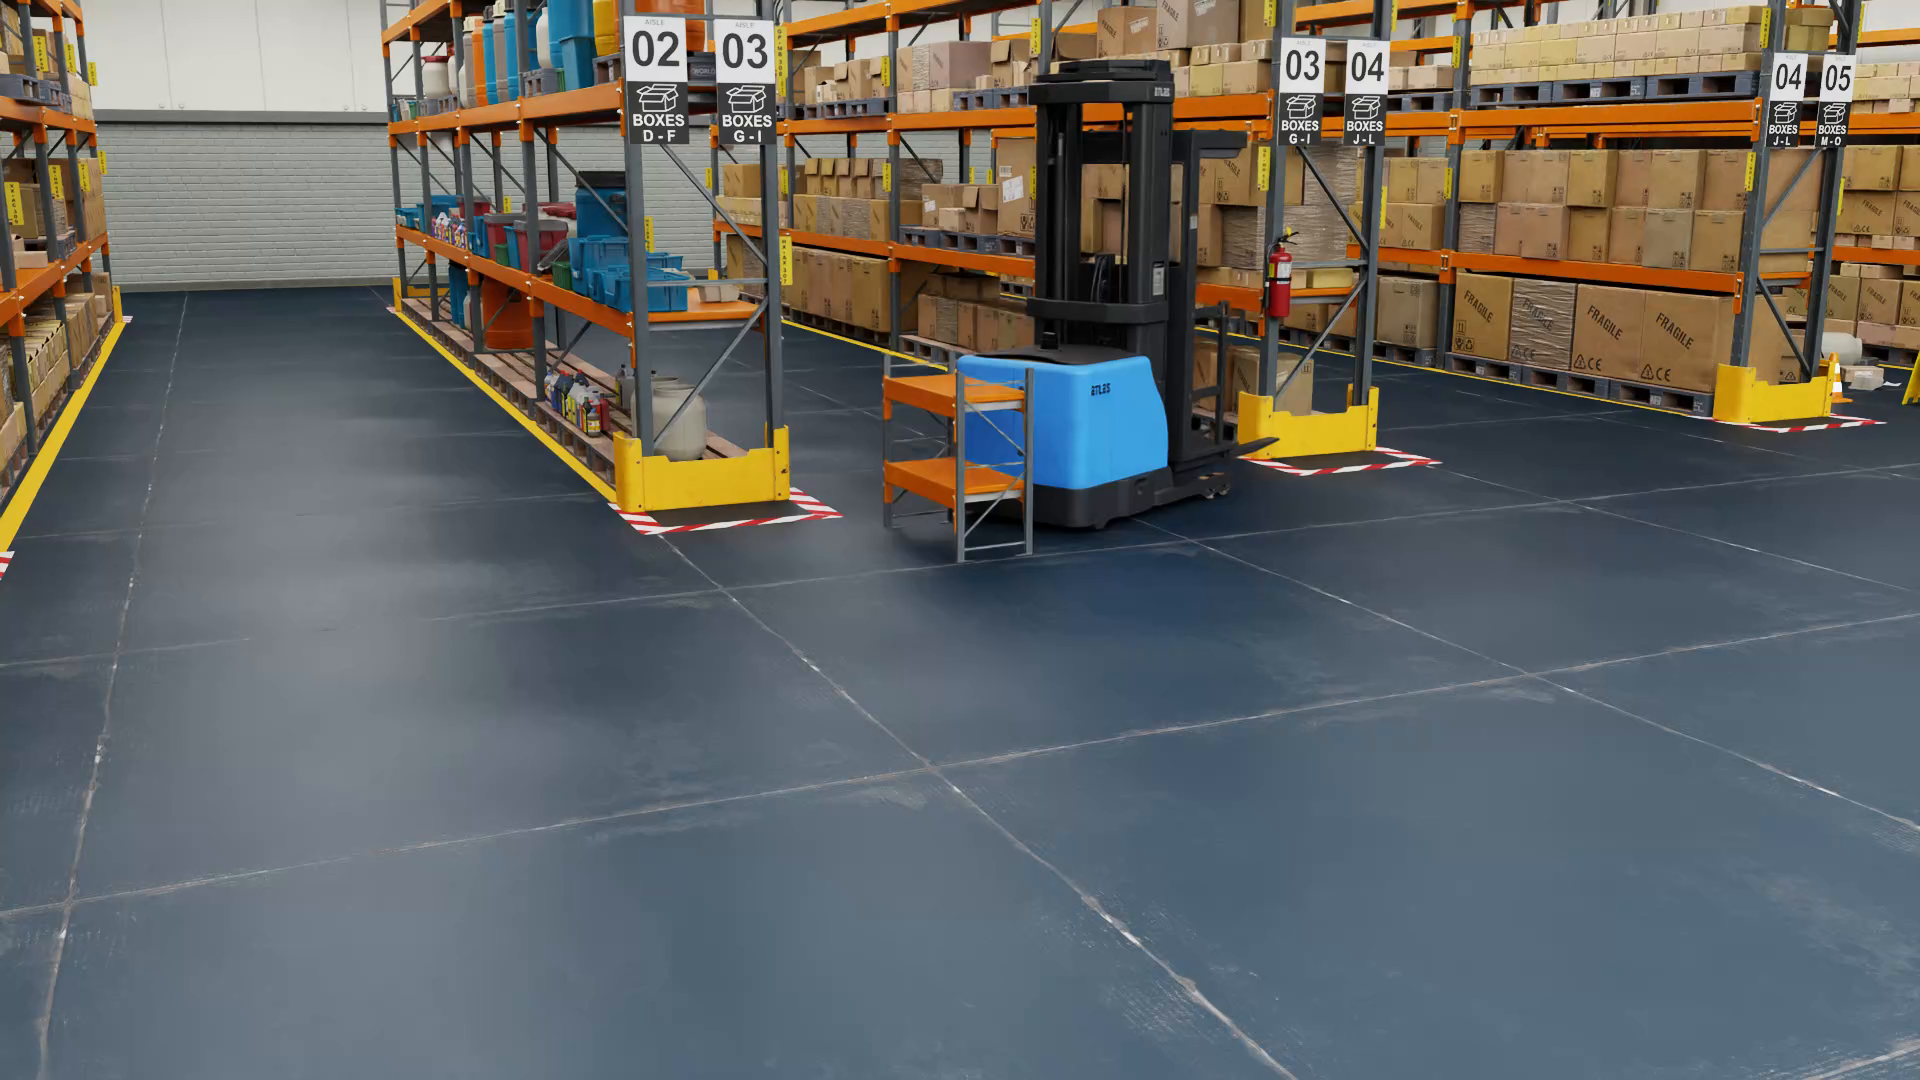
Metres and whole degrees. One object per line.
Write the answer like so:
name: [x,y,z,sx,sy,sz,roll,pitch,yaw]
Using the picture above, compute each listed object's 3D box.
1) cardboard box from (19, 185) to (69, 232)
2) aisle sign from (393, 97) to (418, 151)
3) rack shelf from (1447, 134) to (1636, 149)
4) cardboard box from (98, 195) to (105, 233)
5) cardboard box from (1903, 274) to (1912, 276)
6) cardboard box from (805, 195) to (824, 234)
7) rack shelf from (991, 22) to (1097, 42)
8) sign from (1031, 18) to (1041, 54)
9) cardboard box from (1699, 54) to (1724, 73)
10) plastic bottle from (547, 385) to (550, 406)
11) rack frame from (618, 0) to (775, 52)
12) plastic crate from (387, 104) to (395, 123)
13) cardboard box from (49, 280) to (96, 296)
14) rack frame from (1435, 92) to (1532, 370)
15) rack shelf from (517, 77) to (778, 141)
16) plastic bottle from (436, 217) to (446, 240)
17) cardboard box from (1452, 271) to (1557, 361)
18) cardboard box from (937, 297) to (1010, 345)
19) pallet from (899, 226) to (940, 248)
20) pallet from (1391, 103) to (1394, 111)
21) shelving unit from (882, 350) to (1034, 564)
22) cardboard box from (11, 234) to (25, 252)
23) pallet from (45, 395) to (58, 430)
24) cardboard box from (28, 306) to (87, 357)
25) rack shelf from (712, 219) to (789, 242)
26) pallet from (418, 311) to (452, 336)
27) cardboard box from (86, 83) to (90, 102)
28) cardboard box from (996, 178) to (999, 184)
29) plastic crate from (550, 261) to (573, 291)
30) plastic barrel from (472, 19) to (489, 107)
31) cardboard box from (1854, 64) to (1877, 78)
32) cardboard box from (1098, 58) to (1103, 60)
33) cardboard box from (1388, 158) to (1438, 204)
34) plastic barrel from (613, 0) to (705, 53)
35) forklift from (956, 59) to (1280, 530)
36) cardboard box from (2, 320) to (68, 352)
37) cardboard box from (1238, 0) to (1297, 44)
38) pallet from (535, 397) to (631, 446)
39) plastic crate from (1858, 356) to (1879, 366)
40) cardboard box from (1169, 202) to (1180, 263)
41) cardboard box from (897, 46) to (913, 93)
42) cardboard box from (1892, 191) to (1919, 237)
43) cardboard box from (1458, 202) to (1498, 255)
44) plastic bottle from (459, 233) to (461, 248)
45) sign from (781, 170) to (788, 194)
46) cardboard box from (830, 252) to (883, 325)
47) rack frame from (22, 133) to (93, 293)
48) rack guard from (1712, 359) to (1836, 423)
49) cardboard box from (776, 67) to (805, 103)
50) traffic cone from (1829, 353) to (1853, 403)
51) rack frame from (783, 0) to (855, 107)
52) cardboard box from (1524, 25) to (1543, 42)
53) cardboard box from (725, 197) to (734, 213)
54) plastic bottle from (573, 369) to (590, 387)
cardboard box: [-10.282,-3.644,18.309,0.700,0.500,0.500,-10,16,-37]
aisle sign: [-8.409,-6.278,25.077,0.394,0.787,0.004,-6,14,-23]
rack shelf: [10.858,-7.512,31.120,1.077,0.370,4.000,-6,14,-23]
cardboard box: [-12.009,-4.451,22.725,0.500,0.500,0.500,-5,14,-22]
cardboard box: [11.005,-2.914,19.811,0.500,0.500,0.500,-5,14,-22]
cardboard box: [-1.810,-4.472,22.816,0.500,0.500,0.500,-6,14,-23]
rack shelf: [1.816,-8.055,26.820,1.077,0.370,4.000,-6,14,-23]
sign: [0.730,-4.846,15.982,0.100,0.325,0.005,-6,14,-23]
cardboard box: [6.880,-4.275,14.938,0.380,0.149,0.250,-5,14,-22]
plastic bottle: [-3.535,-1.269,14.429,0.097,0.201,0.097,0,13,0]
rack frame: [-1.699,-4.640,10.462,1.000,3.000,0.127,-6,14,-23]
plastic crate: [-8.210,-6.316,24.645,0.497,0.269,0.590,-6,14,-23]
cardboard box: [-11.804,-3.136,21.828,0.797,0.503,0.637,-6,14,-23]
rack frame: [5.822,-3.419,18.488,1.000,3.000,0.127,-6,14,-23]
rack shelf: [-2.500,-3.242,12.667,1.077,0.370,4.000,-6,14,-23]
plastic bottle: [-6.523,-3.931,20.976,0.152,0.276,0.135,-6,14,-23]
cardboard box: [6.010,-2.452,18.091,0.875,0.875,0.875,-5,14,-22]
cardboard box: [0.155,-2.564,19.365,0.700,0.500,0.500,-7,15,-28]
pallet: [0.017,-3.587,19.640,1.213,0.211,1.003,-6,14,-23]
pallet: [4.977,-5.255,20.190,1.003,0.211,1.213,-5,14,-20]
shelving unit: [-0.027,-0.538,10.199,0.538,1.125,1.048,-7,15,-26]
cardboard box: [-9.338,-2.801,16.019,0.500,0.311,0.500,-5,14,-19]
pallet: [-8.665,-1.140,14.827,1.003,0.211,1.213,-6,14,-23]
cardboard box: [-9.776,-2.252,18.015,0.500,0.500,0.500,-6,14,-24]
rack shelf: [-2.769,-4.707,25.650,1.077,0.370,4.000,-6,14,-23]
pallet: [-6.836,-2.987,22.806,1.003,0.211,1.213,-6,14,-23]
cardboard box: [-12.209,-6.125,22.755,0.500,0.250,0.500,-6,14,-23]
cardboard box: [0.942,-5.974,28.646,0.500,0.500,0.500,-5,14,-20]
plastic crate: [-3.016,-2.135,13.411,0.450,0.188,0.662,-6,14,-23]
plastic barrel: [-4.512,-4.717,16.492,0.600,0.830,0.708,-6,14,-23]
cardboard box: [10.453,-5.356,18.997,0.380,0.149,0.250,-6,14,-23]
cardboard box: [1.481,-4.325,15.202,0.380,0.149,0.250,-5,14,-21]
cardboard box: [5.410,-4.162,19.263,0.700,0.500,0.500,-6,14,-24]
plastic barrel: [-2.010,-3.682,11.089,0.600,0.830,0.708,-6,14,-23]
forklift: [1.263,-1.768,11.509,1.130,2.935,3.031,10,16,37]
cardboard box: [-9.008,-1.976,16.178,0.500,0.311,0.500,-5,14,-21]
cardboard box: [2.492,-4.395,14.063,0.500,0.500,0.500,-6,14,-23]
pallet: [-3.071,-1.043,14.408,1.003,0.211,1.213,-6,14,-23]
plastic crate: [10.194,-2.066,19.118,0.402,0.080,0.583,-12,18,-42]
cardboard box: [2.173,-2.674,14.391,0.875,0.500,0.500,-6,14,-23]
cardboard box: [-0.413,-5.451,19.287,0.500,0.500,0.500,-5,14,-22]
cardboard box: [10.870,-3.655,18.628,0.500,0.500,0.500,-5,14,-22]
cardboard box: [5.981,-3.416,18.146,0.875,0.550,0.550,-6,14,-23]
plastic bottle: [-5.696,-3.452,19.074,0.097,0.201,0.097,0,13,0]
sign: [-2.476,-5.054,23.459,0.100,0.325,0.005,-6,14,-23]
cardboard box: [-0.973,-3.317,21.828,1.225,0.875,0.875,-6,14,-23]
rack frame: [-11.046,-3.750,19.921,1.000,3.000,0.127,-6,14,-23]
rack guard: [7.434,-1.369,15.178,1.175,0.500,0.348,-6,14,-23]
cardboard box: [-2.336,-6.564,24.051,0.700,0.500,0.500,-7,15,-26]
traffic cone: [8.513,-1.594,16.231,0.336,0.463,0.334,-6,14,-23]
rack frame: [-1.968,-7.567,23.107,1.000,3.000,0.127,-6,14,-23]
cardboard box: [5.962,-5.136,16.892,0.380,0.149,0.250,-6,14,-24]
cardboard box: [-3.411,-5.312,26.342,0.500,0.250,0.500,-6,14,-24]
plastic bottle: [-3.226,-1.277,14.132,0.144,0.351,0.185,-6,14,-23]
